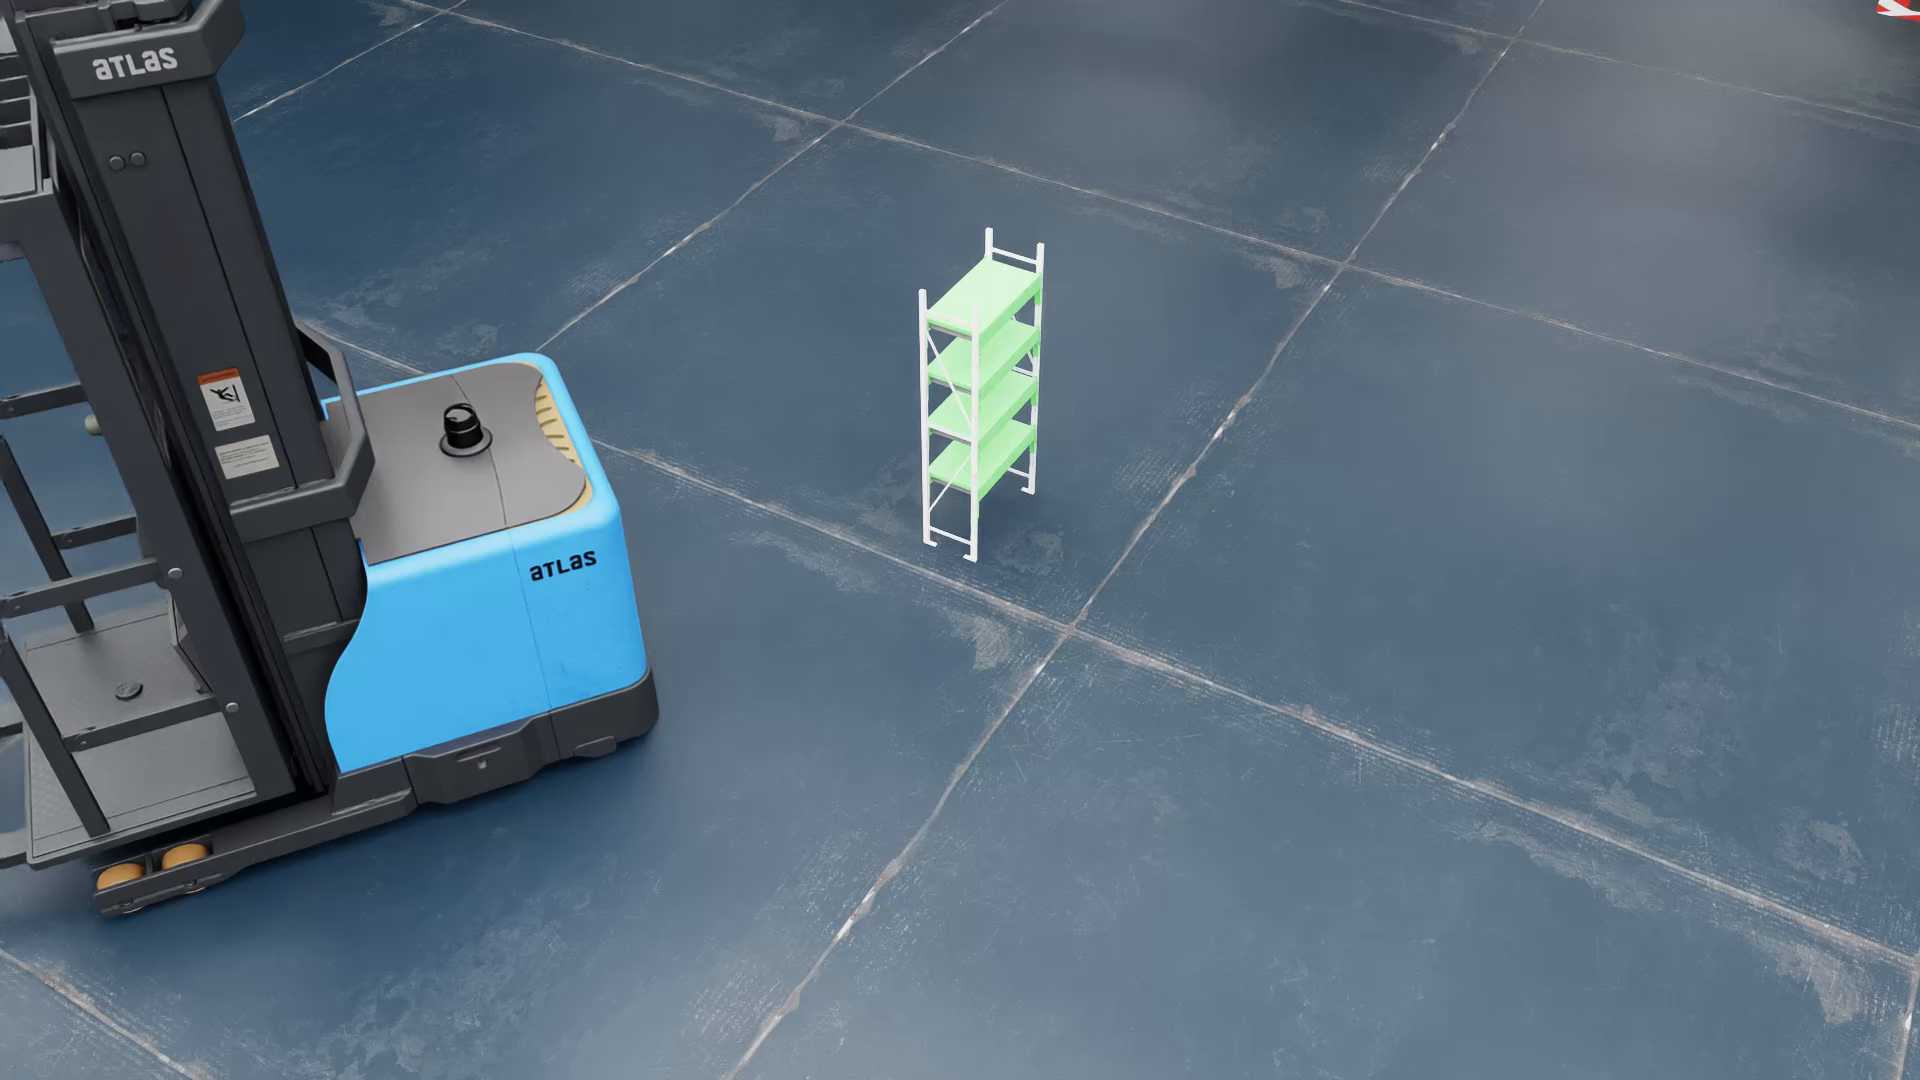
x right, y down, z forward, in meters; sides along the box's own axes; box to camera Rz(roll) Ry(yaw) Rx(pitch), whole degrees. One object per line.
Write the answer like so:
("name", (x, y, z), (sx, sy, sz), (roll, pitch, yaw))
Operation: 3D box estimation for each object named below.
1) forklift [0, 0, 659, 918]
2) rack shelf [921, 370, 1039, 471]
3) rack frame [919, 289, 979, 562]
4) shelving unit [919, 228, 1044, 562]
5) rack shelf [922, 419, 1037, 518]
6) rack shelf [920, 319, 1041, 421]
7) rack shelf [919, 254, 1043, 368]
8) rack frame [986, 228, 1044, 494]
("forklift", (-2.636, -0.293, 4.865), (3.031, 2.935, 1.130), (-16, 44, -18))
("rack shelf", (0.083, -0.497, 6.503), (0.258, 0.148, 0.480), (21, 45, 22))
("rack frame", (-0.039, -0.405, 6.302), (0.240, 1.200, 0.015), (21, 45, 22))
("shelving unit", (0.083, -0.545, 6.461), (0.258, 1.200, 0.503), (21, 45, 22))
("rack shelf", (0.083, -0.317, 6.662), (0.258, 0.148, 0.480), (21, 45, 22))
("rack shelf", (0.083, -0.677, 6.345), (0.258, 0.148, 0.480), (21, 45, 22))
("rack shelf", (0.083, -0.857, 6.186), (0.258, 0.148, 0.480), (21, 45, 22))
("rack frame", (0.205, -0.685, 6.620), (0.240, 1.200, 0.015), (21, 45, 22))
